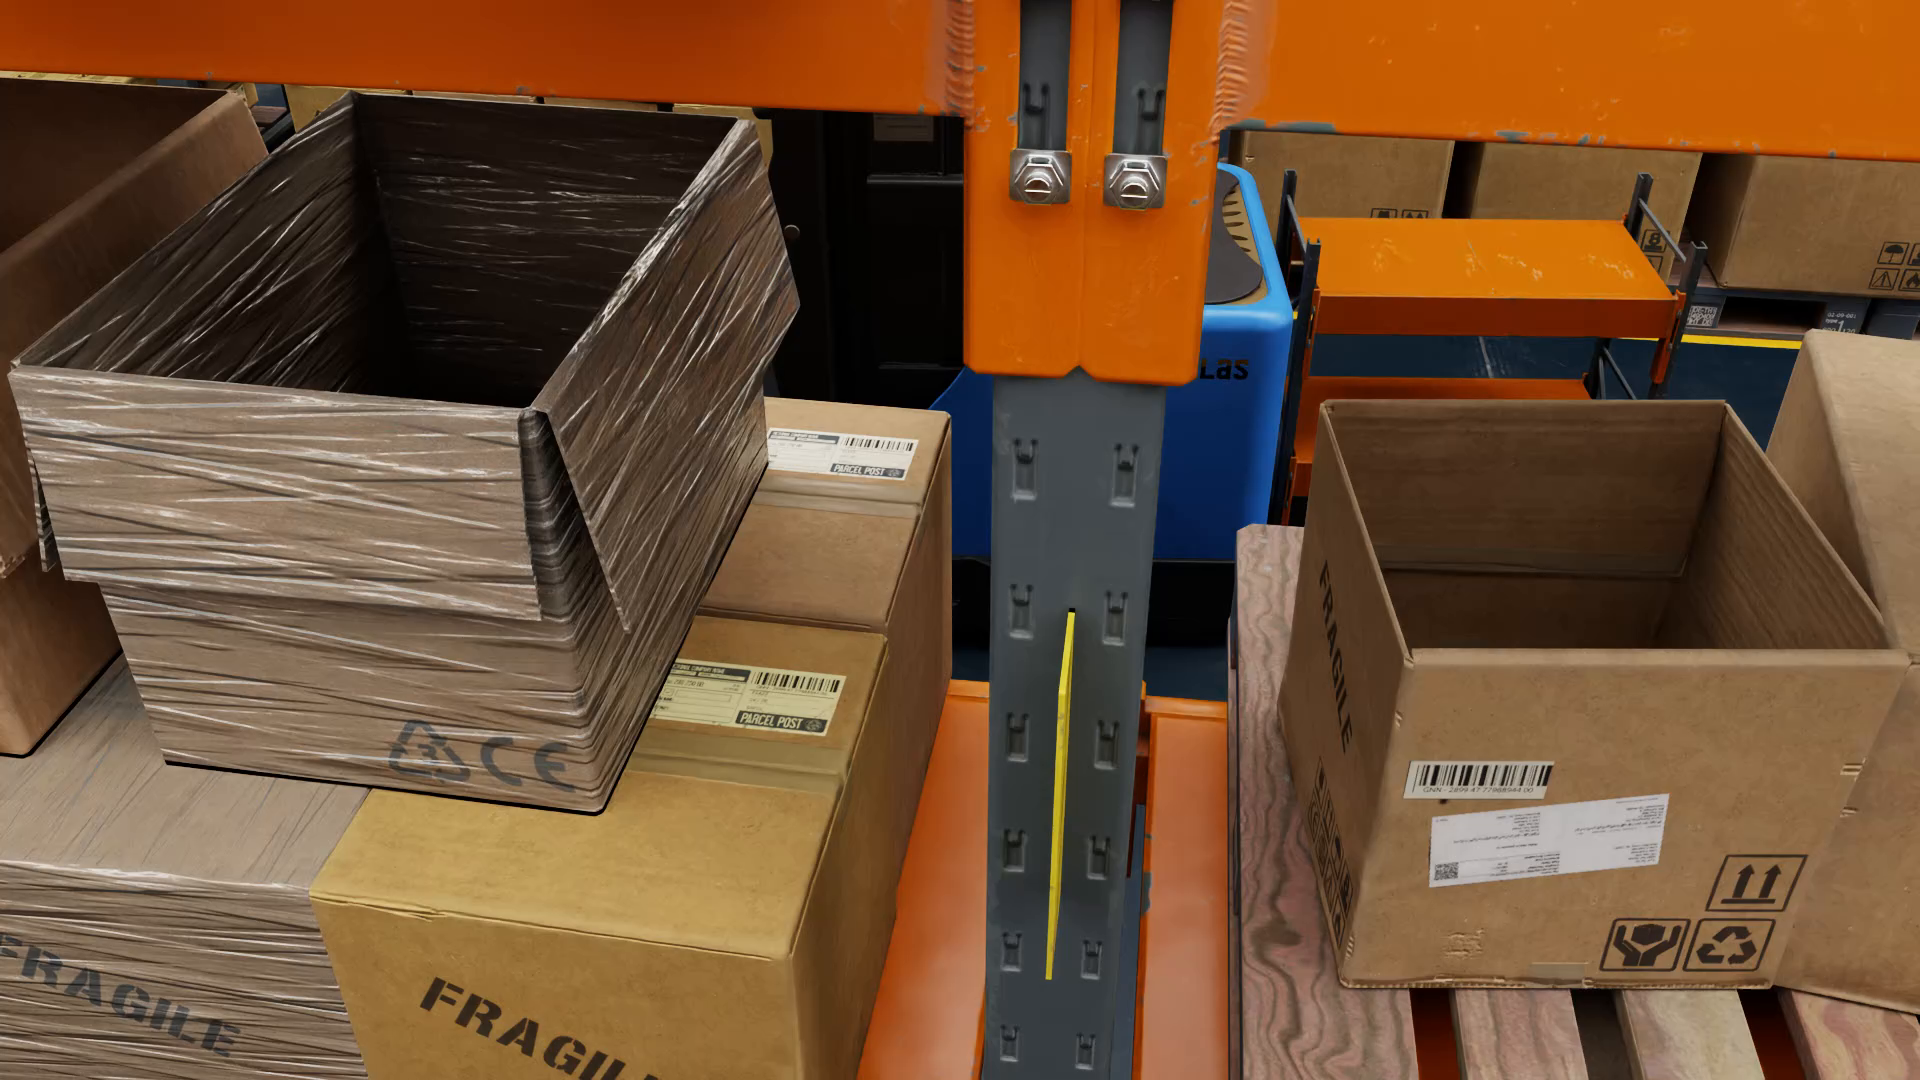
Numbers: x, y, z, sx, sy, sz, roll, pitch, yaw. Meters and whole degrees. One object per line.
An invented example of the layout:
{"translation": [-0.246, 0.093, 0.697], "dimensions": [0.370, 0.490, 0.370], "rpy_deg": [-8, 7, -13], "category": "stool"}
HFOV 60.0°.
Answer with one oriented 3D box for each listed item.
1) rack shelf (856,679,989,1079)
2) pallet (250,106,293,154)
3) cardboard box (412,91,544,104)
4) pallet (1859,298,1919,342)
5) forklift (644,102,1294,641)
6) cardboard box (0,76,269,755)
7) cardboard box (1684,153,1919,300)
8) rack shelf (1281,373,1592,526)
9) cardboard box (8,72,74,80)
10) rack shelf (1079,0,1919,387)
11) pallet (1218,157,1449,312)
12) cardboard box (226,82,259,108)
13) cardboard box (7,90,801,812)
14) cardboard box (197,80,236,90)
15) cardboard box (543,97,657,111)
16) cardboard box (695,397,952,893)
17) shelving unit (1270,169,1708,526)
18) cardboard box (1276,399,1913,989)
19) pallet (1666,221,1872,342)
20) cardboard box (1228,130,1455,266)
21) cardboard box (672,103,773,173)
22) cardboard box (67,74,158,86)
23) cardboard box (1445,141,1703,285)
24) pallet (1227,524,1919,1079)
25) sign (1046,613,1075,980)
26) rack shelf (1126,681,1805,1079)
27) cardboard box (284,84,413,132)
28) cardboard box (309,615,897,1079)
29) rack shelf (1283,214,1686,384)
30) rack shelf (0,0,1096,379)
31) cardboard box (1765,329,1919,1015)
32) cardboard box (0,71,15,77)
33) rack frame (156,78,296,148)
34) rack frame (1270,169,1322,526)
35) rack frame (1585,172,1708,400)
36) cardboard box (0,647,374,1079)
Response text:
{"translation": [-1.834, 0.513, 2.569], "dimensions": [4.000, 0.370, 1.077], "rpy_deg": [4, 36, 6], "category": "rack shelf"}
{"translation": [-3.757, -1.673, 7.412], "dimensions": [1.213, 0.211, 1.003], "rpy_deg": [4, 36, 6], "category": "pallet"}
{"translation": [-1.862, -1.686, 6.821], "dimensions": [0.500, 0.500, 0.500], "rpy_deg": [6, 36, 8], "category": "cardboard box"}
{"translation": [4.074, -1.065, 6.561], "dimensions": [1.213, 0.211, 1.003], "rpy_deg": [4, 36, 6], "category": "pallet"}
{"translation": [-0.630, -1.203, 4.412], "dimensions": [3.031, 2.935, 1.130], "rpy_deg": [1, 36, 1], "category": "forklift"}
{"translation": [-1.220, -0.194, 1.991], "dimensions": [0.637, 0.503, 0.797], "rpy_deg": [5, 36, 7], "category": "cardboard box"}
{"translation": [3.265, -1.509, 6.358], "dimensions": [0.750, 0.750, 1.050], "rpy_deg": [4, 36, 6], "category": "cardboard box"}
{"translation": [1.459, -0.266, 5.075], "dimensions": [1.000, 0.278, 0.538], "rpy_deg": [1, 36, 1], "category": "rack shelf"}
{"translation": [-3.731, -1.904, 6.916], "dimensions": [0.250, 0.149, 0.380], "rpy_deg": [5, 36, 7], "category": "cardboard box"}
{"translation": [2.133, -0.412, 1.283], "dimensions": [4.000, 0.370, 1.077], "rpy_deg": [4, 36, 6], "category": "rack shelf"}
{"translation": [1.654, -1.246, 6.814], "dimensions": [1.213, 0.211, 1.003], "rpy_deg": [4, 36, 6], "category": "pallet"}
{"translation": [-3.406, -2.001, 7.564], "dimensions": [0.250, 0.149, 0.380], "rpy_deg": [3, 36, 4], "category": "cardboard box"}
{"translation": [-0.574, -0.145, 1.921], "dimensions": [0.637, 0.503, 0.797], "rpy_deg": [5, 36, 8], "category": "cardboard box"}
{"translation": [-3.405, -2.121, 7.477], "dimensions": [0.250, 0.149, 0.380], "rpy_deg": [6, 36, 8], "category": "cardboard box"}
{"translation": [-1.341, -1.655, 6.778], "dimensions": [0.500, 0.500, 0.500], "rpy_deg": [5, 36, 7], "category": "cardboard box"}
{"translation": [-0.298, 0.134, 2.393], "dimensions": [0.500, 0.500, 0.500], "rpy_deg": [5, 36, 7], "category": "cardboard box"}
{"translation": [1.459, -0.465, 4.933], "dimensions": [1.048, 1.125, 0.538], "rpy_deg": [1, 36, 1], "category": "shelving unit"}
{"translation": [0.690, 0.173, 1.978], "dimensions": [0.500, 0.500, 0.500], "rpy_deg": [0, 36, 0], "category": "cardboard box"}
{"translation": [2.860, -1.154, 6.685], "dimensions": [1.213, 0.211, 1.003], "rpy_deg": [4, 36, 6], "category": "pallet"}
{"translation": [1.474, -1.641, 6.542], "dimensions": [0.750, 0.750, 1.050], "rpy_deg": [4, 36, 5], "category": "cardboard box"}
{"translation": [-0.846, -1.604, 6.706], "dimensions": [0.500, 0.500, 0.500], "rpy_deg": [3, 36, 4], "category": "cardboard box"}
{"translation": [-3.472, -1.908, 6.921], "dimensions": [0.250, 0.149, 0.380], "rpy_deg": [5, 36, 7], "category": "cardboard box"}
{"translation": [2.342, -1.578, 6.454], "dimensions": [0.750, 0.750, 1.050], "rpy_deg": [5, 36, 7], "category": "cardboard box"}
{"translation": [0.870, 0.437, 2.220], "dimensions": [1.003, 0.211, 1.213], "rpy_deg": [4, 36, 6], "category": "pallet"}
{"translation": [0.082, 0.217, 1.368], "dimensions": [0.005, 0.325, 0.100], "rpy_deg": [4, 36, 6], "category": "sign"}
{"translation": [2.133, 0.809, 2.154], "dimensions": [4.000, 0.370, 1.077], "rpy_deg": [4, 36, 6], "category": "rack shelf"}
{"translation": [-2.387, -1.724, 6.874], "dimensions": [0.500, 0.500, 0.500], "rpy_deg": [6, 36, 8], "category": "cardboard box"}
{"translation": [-0.372, 0.433, 1.975], "dimensions": [0.500, 0.500, 0.500], "rpy_deg": [5, 36, 7], "category": "cardboard box"}
{"translation": [1.459, -0.703, 4.763], "dimensions": [1.000, 0.278, 0.538], "rpy_deg": [1, 36, 1], "category": "rack shelf"}
{"translation": [-1.834, -0.708, 1.697], "dimensions": [4.000, 0.370, 1.077], "rpy_deg": [4, 36, 6], "category": "rack shelf"}
{"translation": [1.257, 0.157, 2.001], "dimensions": [0.500, 0.500, 0.700], "rpy_deg": [9, 37, 13], "category": "cardboard box"}
{"translation": [-3.978, -1.918, 6.936], "dimensions": [0.250, 0.149, 0.380], "rpy_deg": [4, 36, 6], "category": "cardboard box"}
{"translation": [-3.086, -2.778, 6.561], "dimensions": [0.127, 3.000, 1.000], "rpy_deg": [4, 36, 6], "category": "rack frame"}
{"translation": [0.951, -0.472, 4.943], "dimensions": [0.032, 1.125, 0.500], "rpy_deg": [1, 36, 1], "category": "rack frame"}
{"translation": [1.967, -0.458, 4.923], "dimensions": [0.032, 1.125, 0.500], "rpy_deg": [1, 36, 1], "category": "rack frame"}
{"translation": [-0.865, 0.393, 2.031], "dimensions": [0.500, 0.500, 0.500], "rpy_deg": [4, 36, 6], "category": "cardboard box"}
